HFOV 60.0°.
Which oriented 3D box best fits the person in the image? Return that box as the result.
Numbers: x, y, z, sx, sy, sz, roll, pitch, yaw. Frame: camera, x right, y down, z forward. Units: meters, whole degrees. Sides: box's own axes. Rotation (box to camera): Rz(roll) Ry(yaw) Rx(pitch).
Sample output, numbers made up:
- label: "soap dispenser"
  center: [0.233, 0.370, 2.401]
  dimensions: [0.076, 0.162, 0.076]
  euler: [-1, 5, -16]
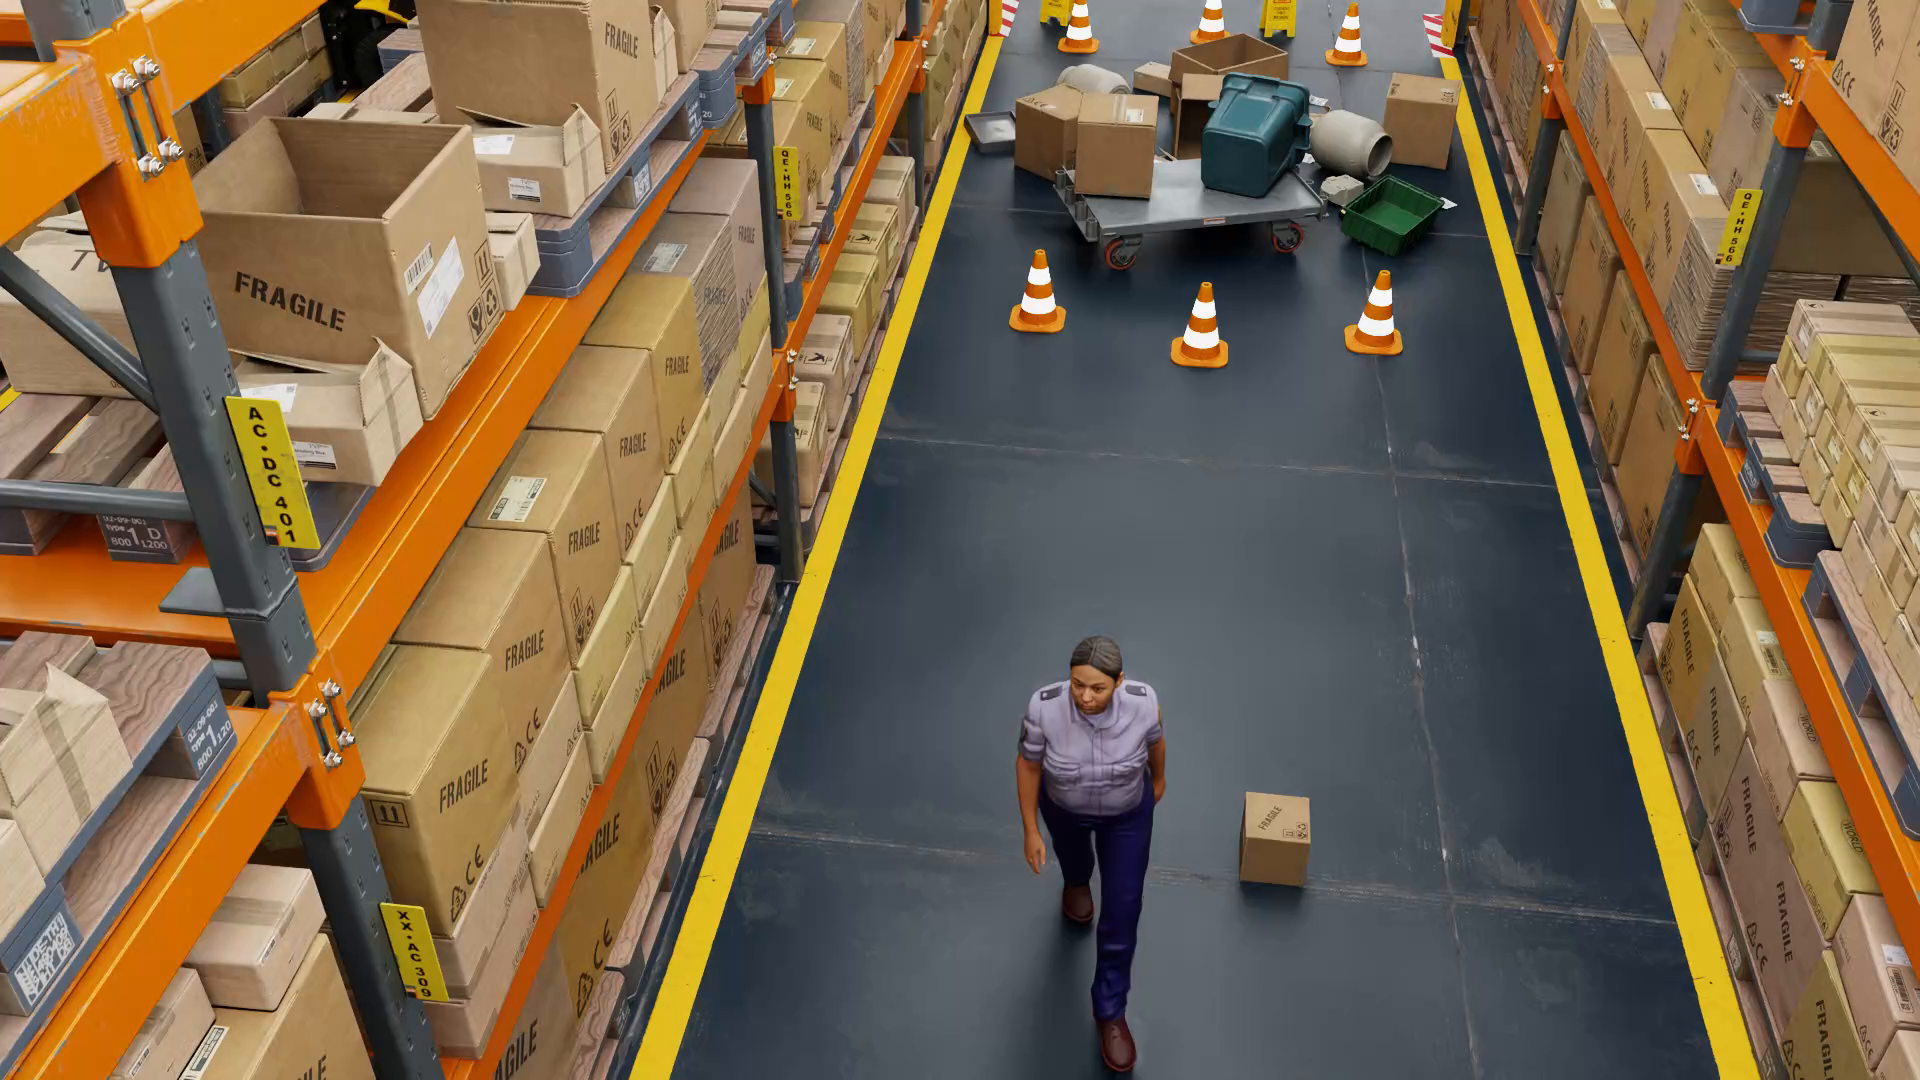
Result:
- label: "person"
  center: [0.446, 0.946, 5.753]
  dimensions: [0.510, 1.589, 0.945]
  euler: [6, 37, 8]
